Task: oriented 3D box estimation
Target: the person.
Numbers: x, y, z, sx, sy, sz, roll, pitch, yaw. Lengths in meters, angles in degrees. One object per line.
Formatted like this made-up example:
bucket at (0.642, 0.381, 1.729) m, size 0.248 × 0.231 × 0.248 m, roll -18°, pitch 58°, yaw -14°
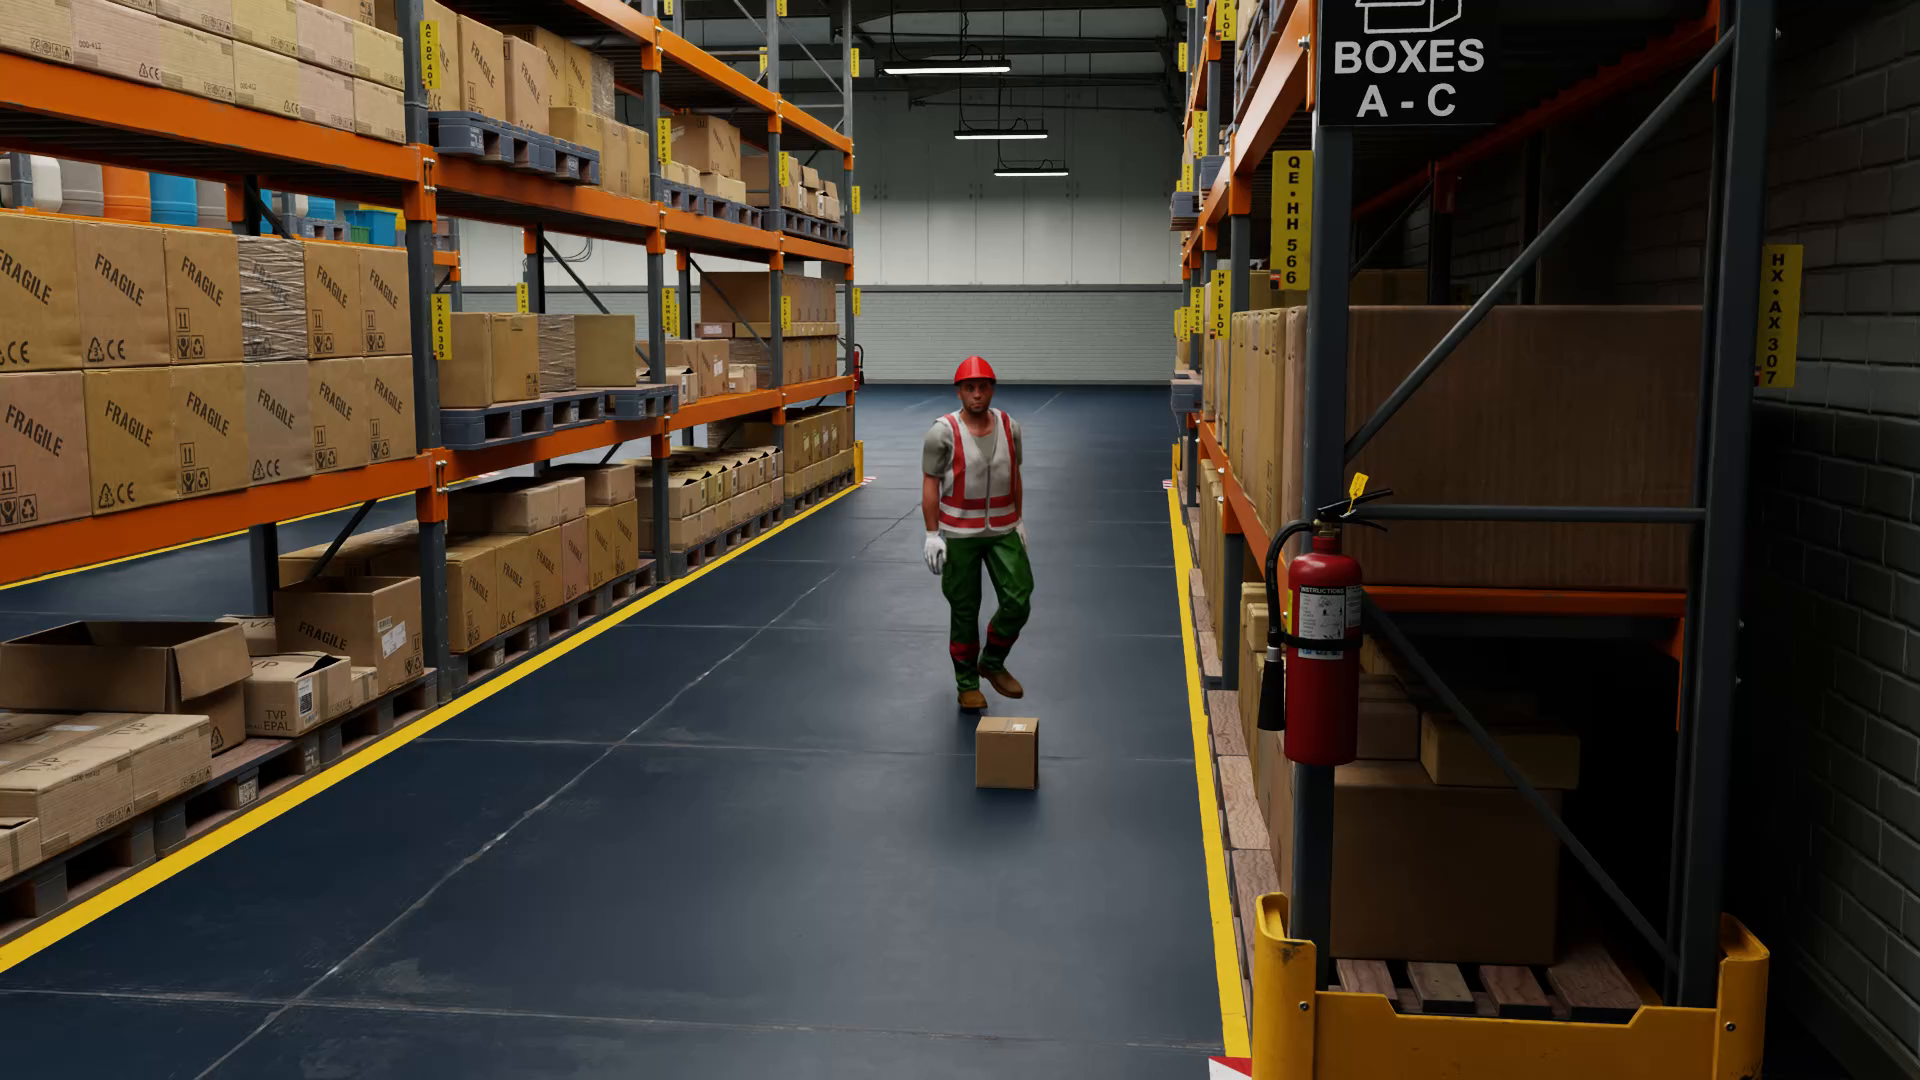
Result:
person at (0.093, -0.025, 8.261) m, size 0.582 × 1.773 × 0.467 m, roll -2°, pitch 8°, yaw -16°
